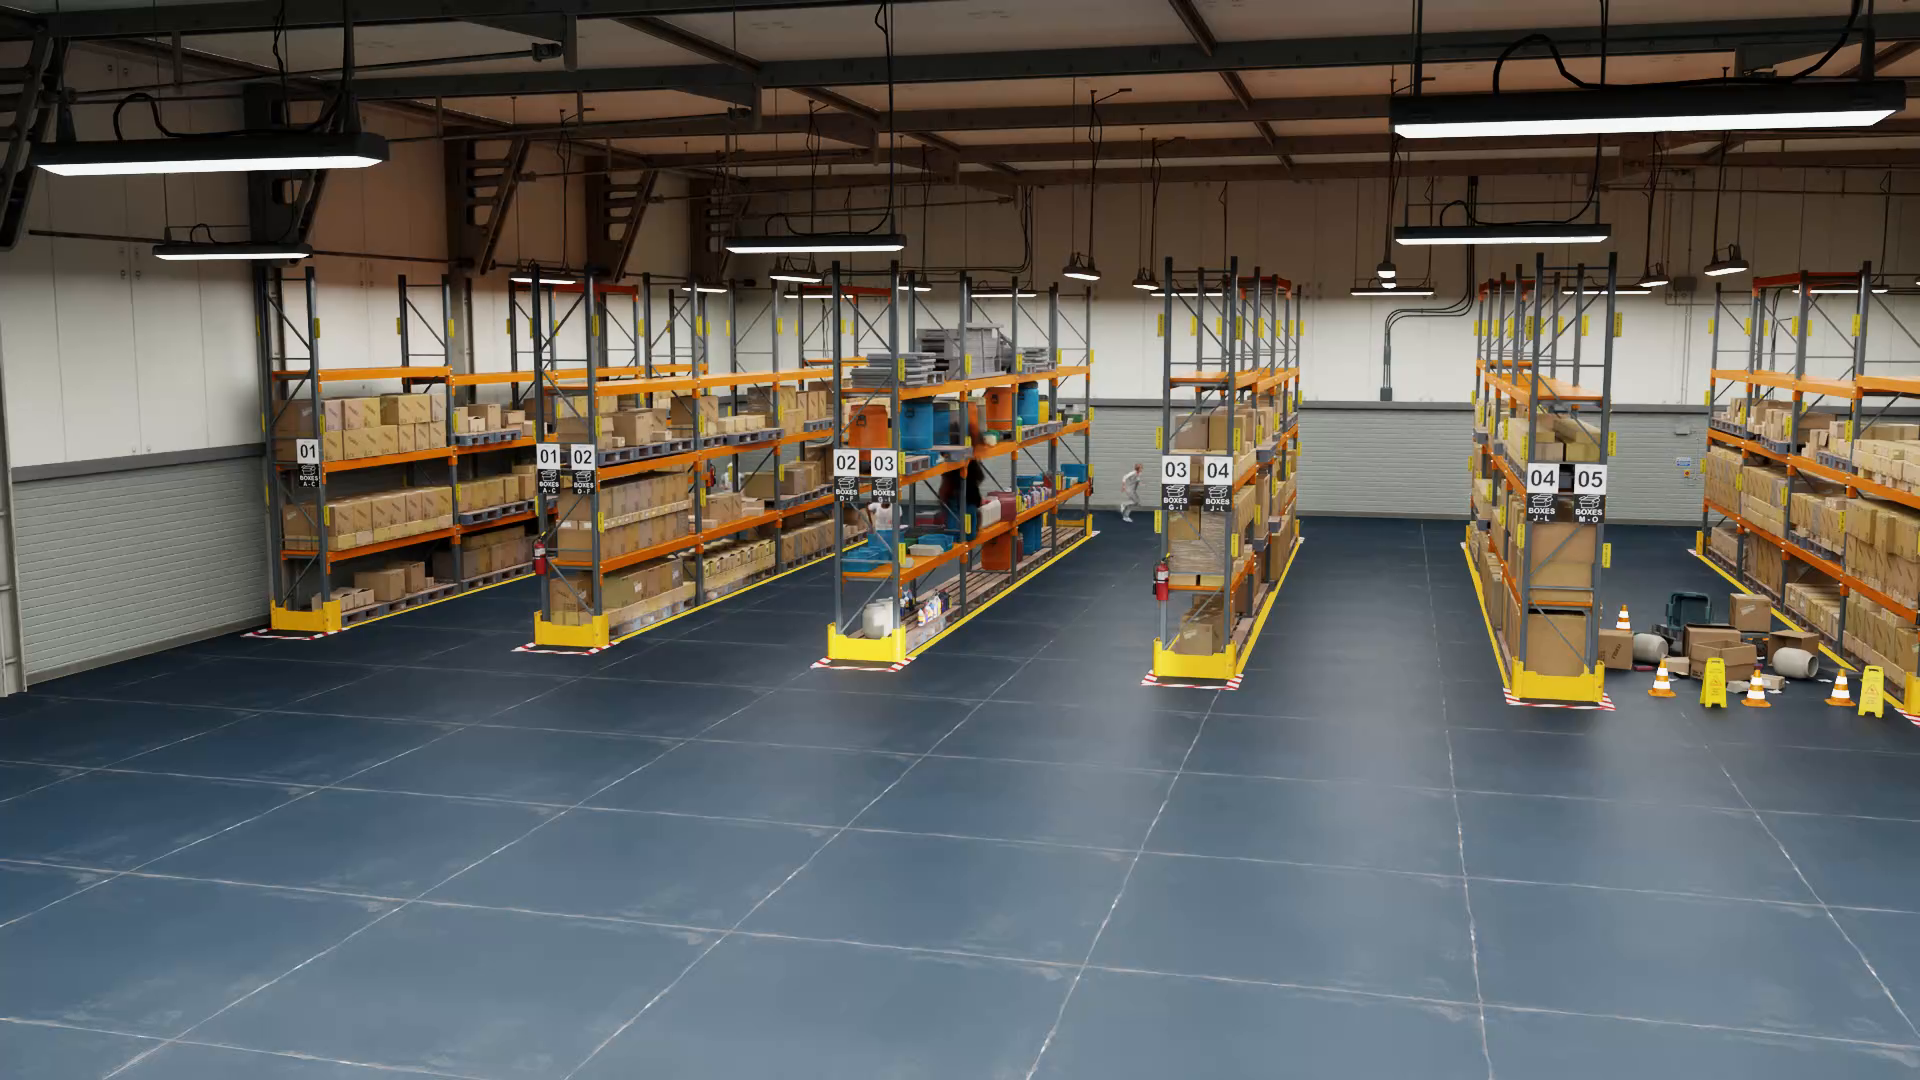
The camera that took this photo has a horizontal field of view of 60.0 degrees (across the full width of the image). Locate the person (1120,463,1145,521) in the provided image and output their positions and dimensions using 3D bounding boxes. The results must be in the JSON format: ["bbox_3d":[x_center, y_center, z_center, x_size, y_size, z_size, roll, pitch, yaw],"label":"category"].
[{"bbox_3d":[4.514,-1.235,43.400,0.659,1.513,0.515,3,8,25],"label":"person"}]

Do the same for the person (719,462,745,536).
[{"bbox_3d":[-5.555,-1.028,40.787,0.654,1.783,1.038,1,7,7],"label":"person"}]

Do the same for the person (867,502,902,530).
[{"bbox_3d":[-1.484,-0.214,32.715,0.692,1.599,0.714,0,7,-3],"label":"person"}]
